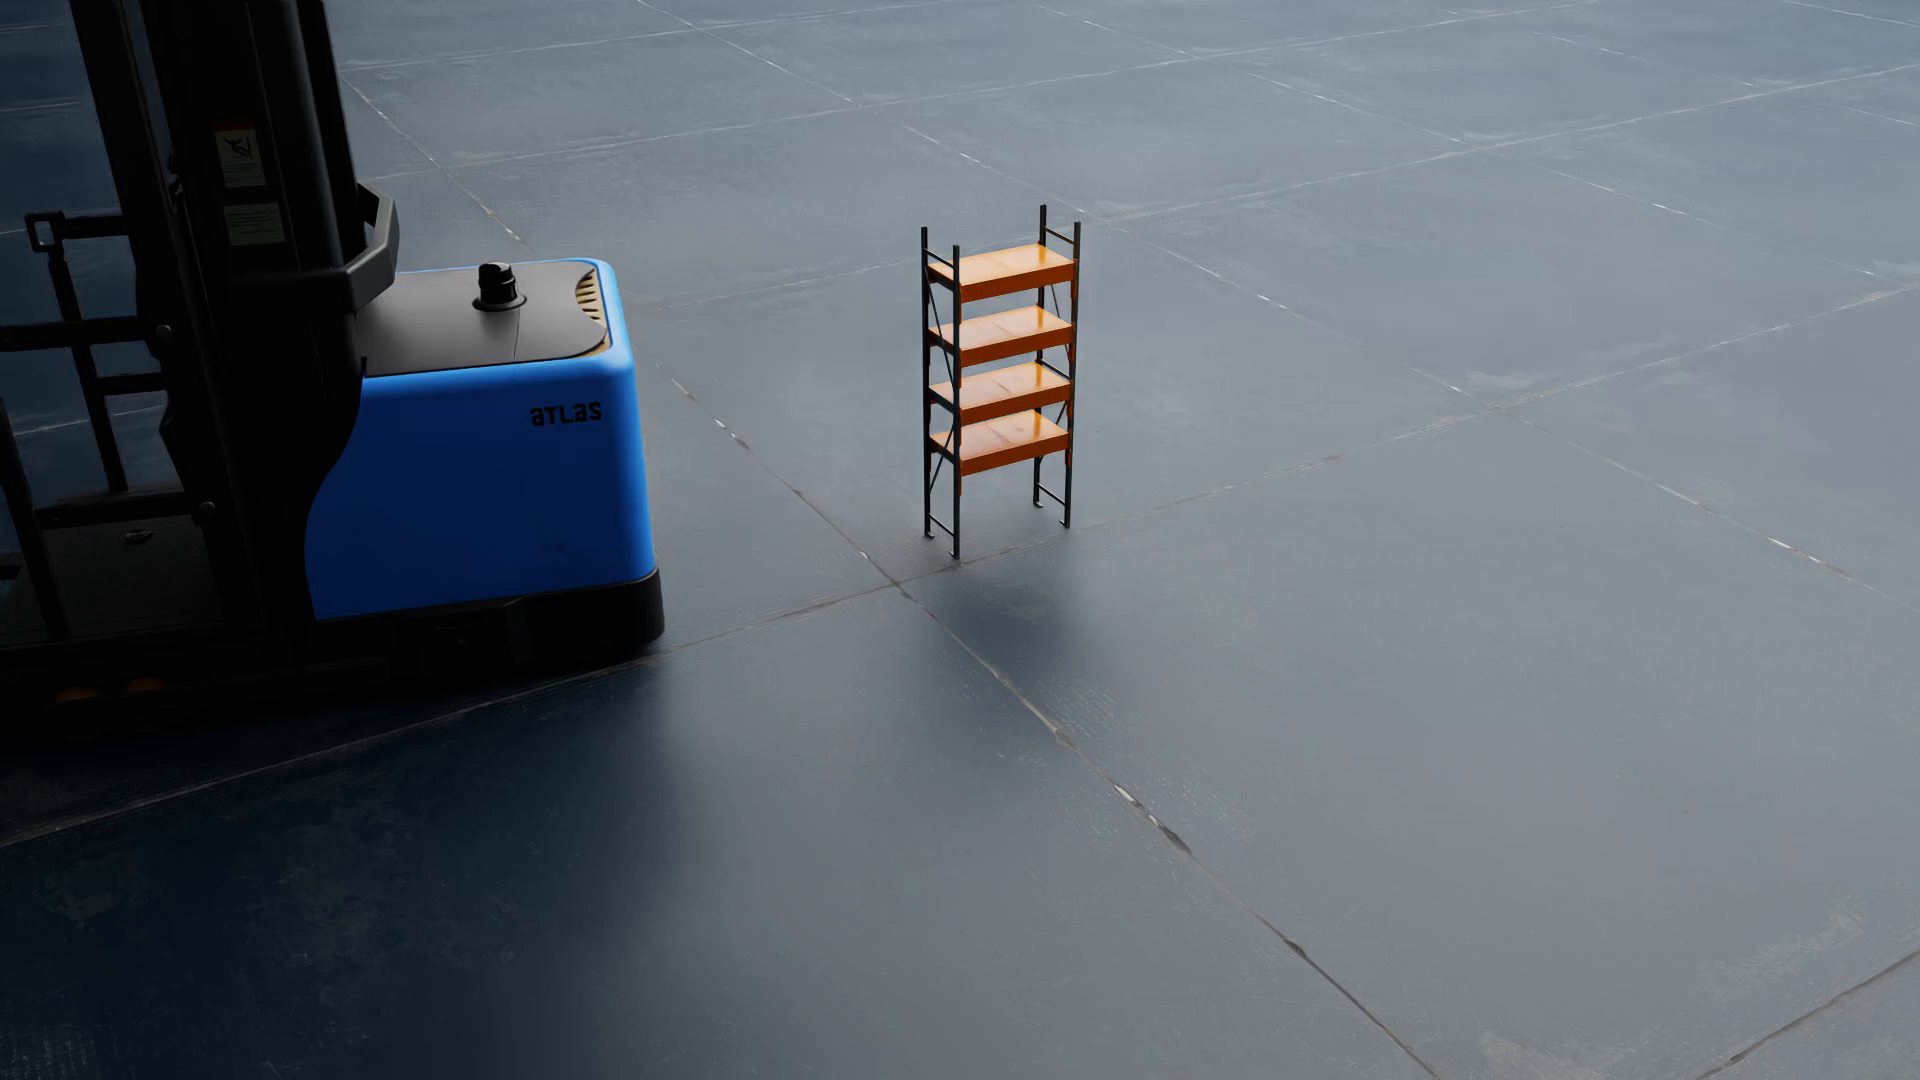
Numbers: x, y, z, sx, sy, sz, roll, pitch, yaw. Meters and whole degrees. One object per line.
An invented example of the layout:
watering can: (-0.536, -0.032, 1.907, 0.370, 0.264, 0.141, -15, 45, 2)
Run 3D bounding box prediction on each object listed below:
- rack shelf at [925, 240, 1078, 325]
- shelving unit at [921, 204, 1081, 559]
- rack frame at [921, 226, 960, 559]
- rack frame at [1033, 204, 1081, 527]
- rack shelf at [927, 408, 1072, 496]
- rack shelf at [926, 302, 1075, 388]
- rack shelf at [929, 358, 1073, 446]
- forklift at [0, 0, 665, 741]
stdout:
rack shelf: (0.143, -0.910, 5.844, 0.480, 0.148, 0.258, -16, 33, -26)
shelving unit: (0.143, -0.566, 6.034, 0.503, 1.200, 0.258, -16, 33, -26)
rack frame: (-0.068, -0.506, 5.925, 0.015, 1.200, 0.240, -16, 33, -26)
rack frame: (0.353, -0.626, 6.142, 0.015, 1.200, 0.240, -16, 33, -26)
rack shelf: (0.143, -0.333, 6.162, 0.480, 0.148, 0.258, -16, 33, -26)
rack shelf: (0.143, -0.703, 5.958, 0.480, 0.148, 0.258, -16, 33, -26)
rack shelf: (0.143, -0.507, 6.066, 0.480, 0.148, 0.258, -16, 33, -26)
forklift: (-2.562, -0.946, 4.931, 3.031, 2.935, 1.130, -7, 30, -13)
